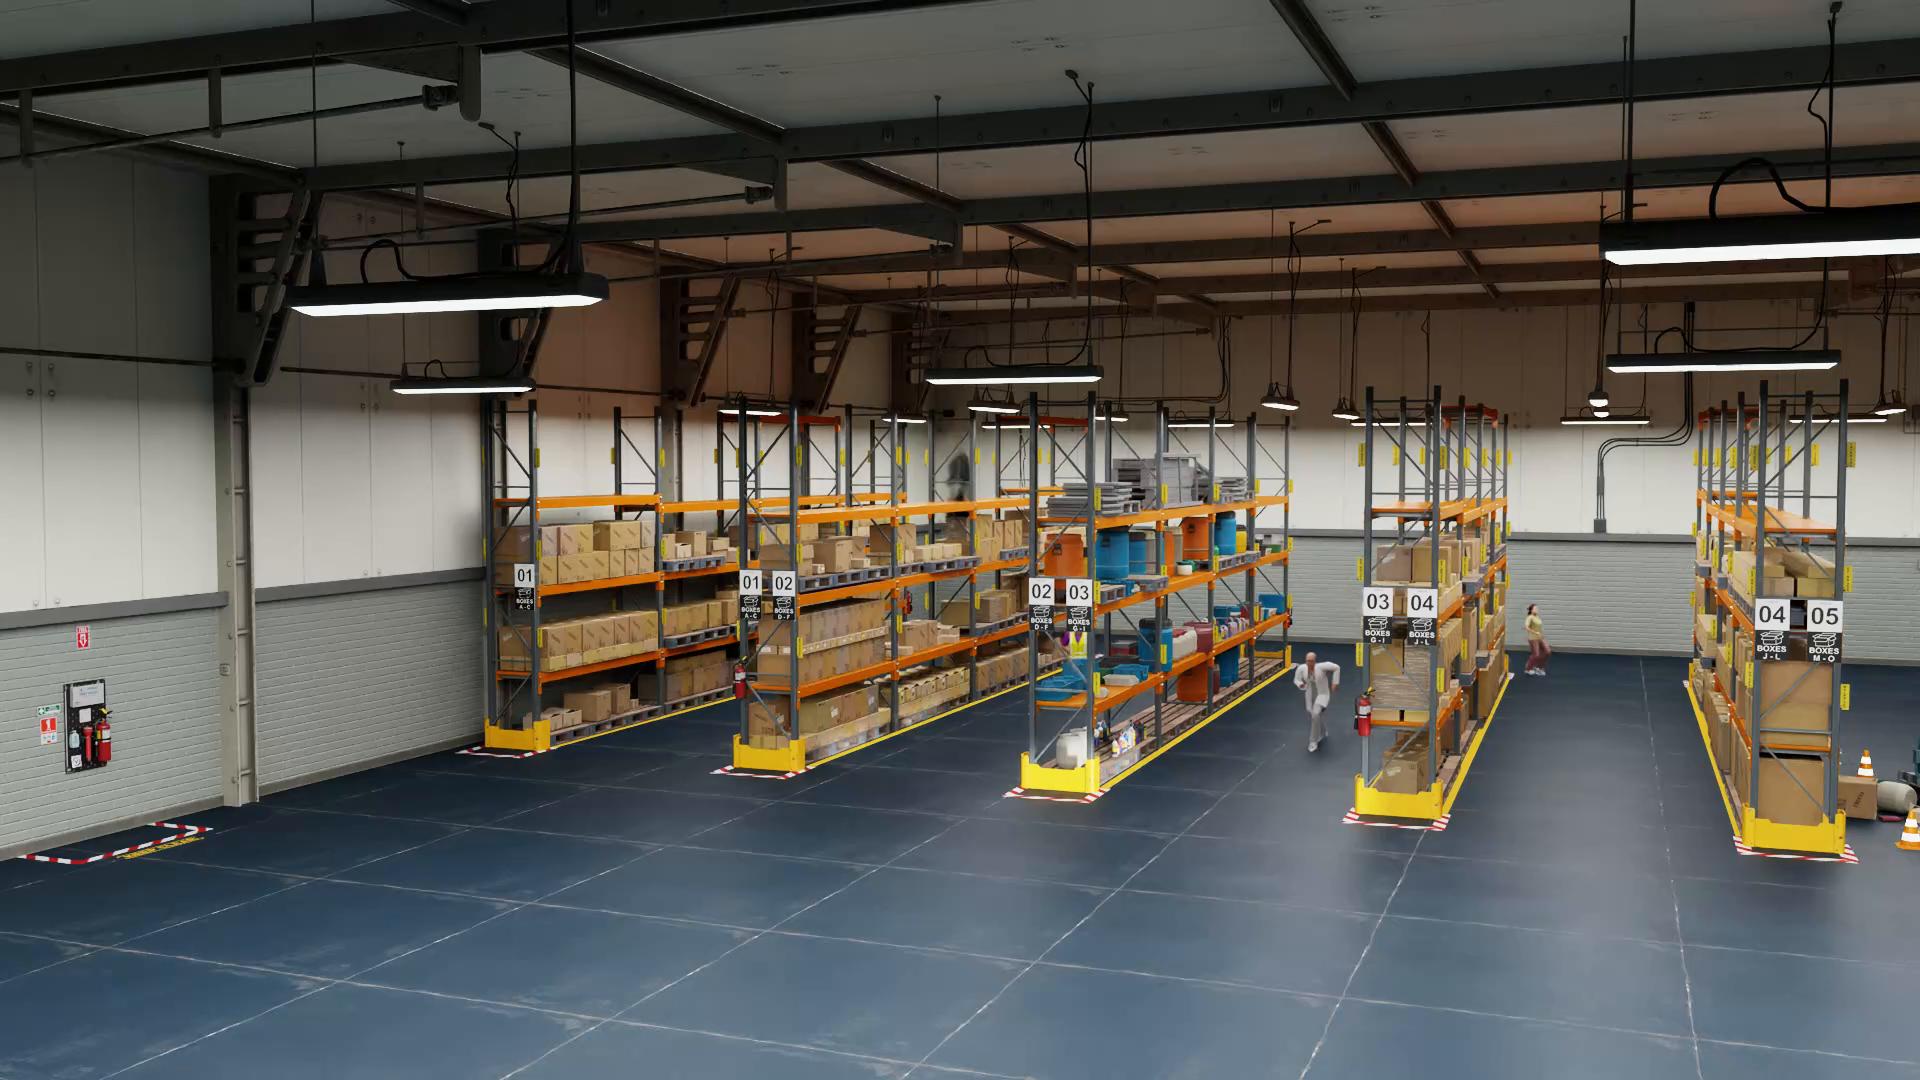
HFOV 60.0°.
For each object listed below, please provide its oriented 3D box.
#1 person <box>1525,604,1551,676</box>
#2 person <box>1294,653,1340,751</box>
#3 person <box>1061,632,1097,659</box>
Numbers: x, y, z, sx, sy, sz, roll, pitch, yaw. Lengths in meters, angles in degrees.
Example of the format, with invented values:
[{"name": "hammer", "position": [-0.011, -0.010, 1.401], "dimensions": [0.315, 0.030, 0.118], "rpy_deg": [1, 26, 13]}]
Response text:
[{"name": "person", "position": [13.263, 2.310, 38.264], "dimensions": [0.619, 1.678, 0.582], "rpy_deg": [-2, 4, -37]}, {"name": "person", "position": [6.190, 2.777, 28.727], "dimensions": [0.752, 1.737, 1.072], "rpy_deg": [2, 3, 30]}, {"name": "person", "position": [2.414, 2.454, 33.891], "dimensions": [0.726, 1.769, 0.824], "rpy_deg": [0, 3, 9]}]
